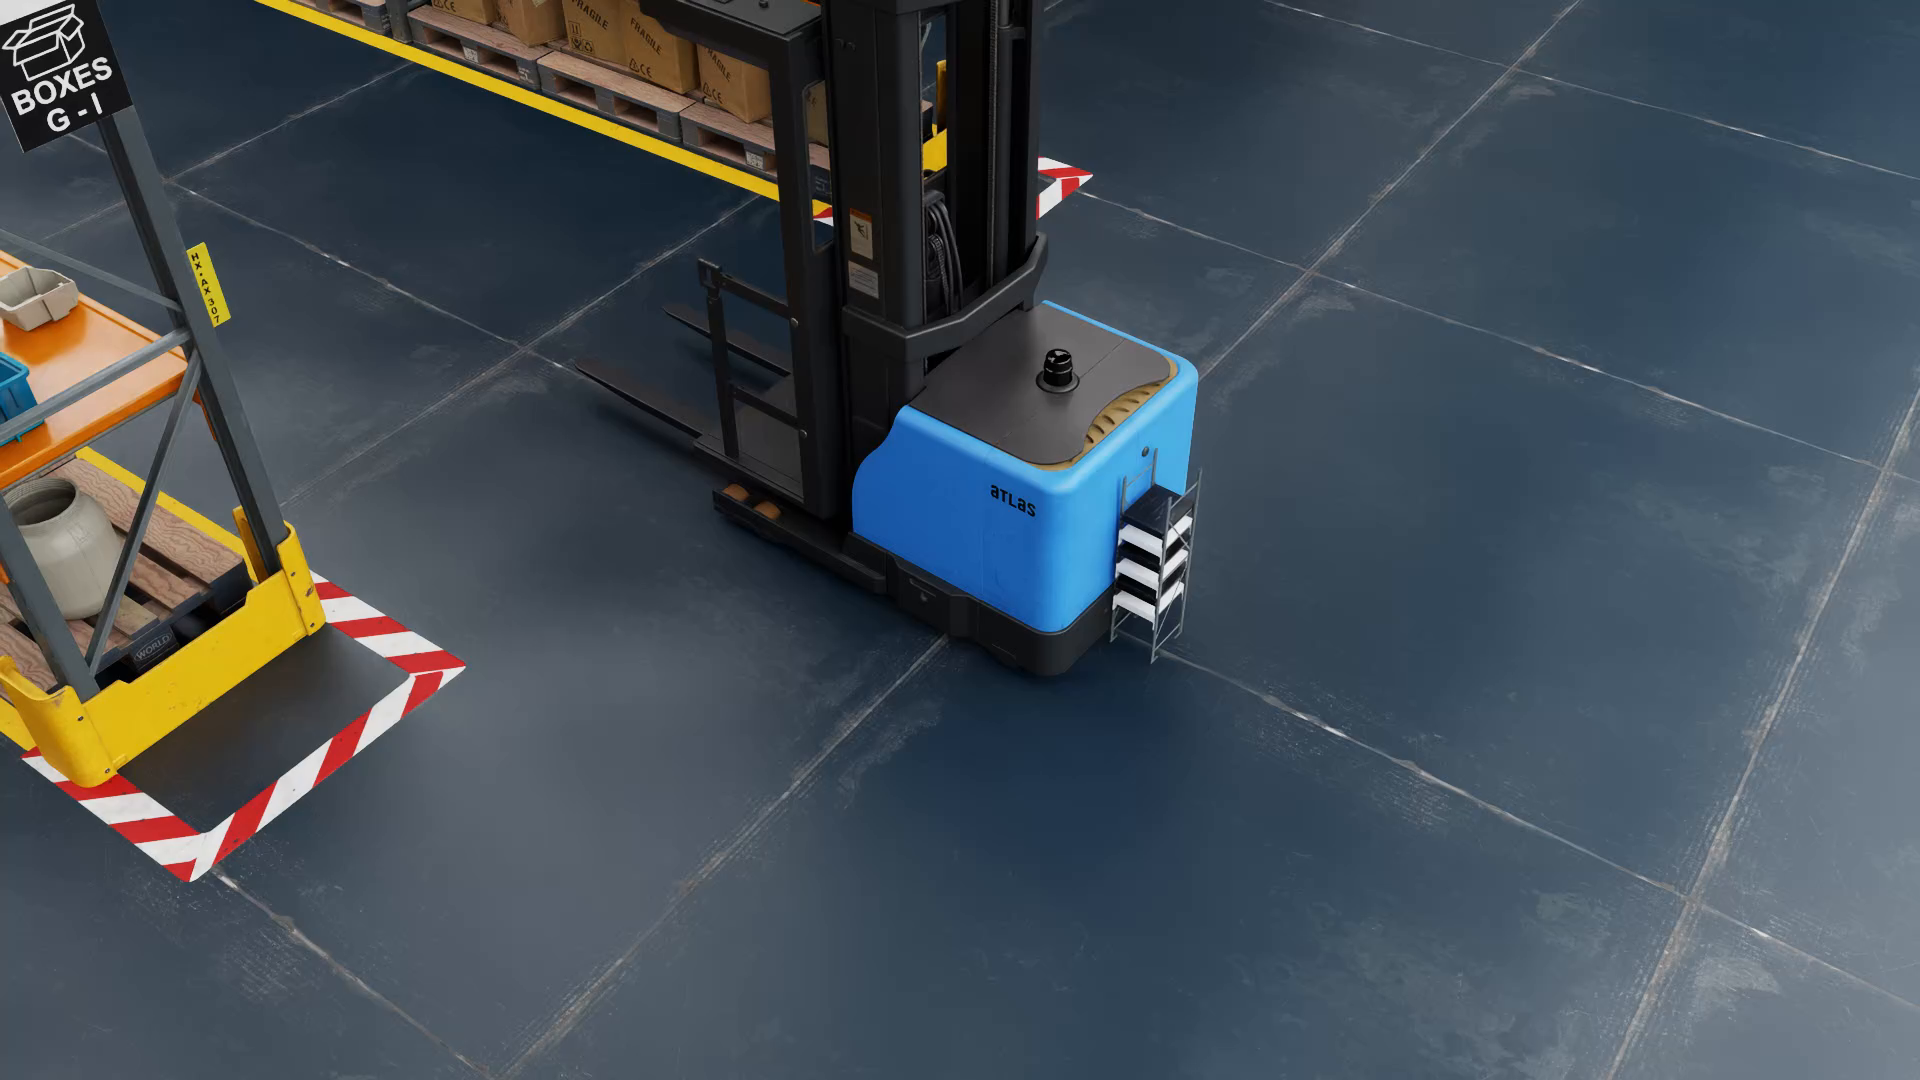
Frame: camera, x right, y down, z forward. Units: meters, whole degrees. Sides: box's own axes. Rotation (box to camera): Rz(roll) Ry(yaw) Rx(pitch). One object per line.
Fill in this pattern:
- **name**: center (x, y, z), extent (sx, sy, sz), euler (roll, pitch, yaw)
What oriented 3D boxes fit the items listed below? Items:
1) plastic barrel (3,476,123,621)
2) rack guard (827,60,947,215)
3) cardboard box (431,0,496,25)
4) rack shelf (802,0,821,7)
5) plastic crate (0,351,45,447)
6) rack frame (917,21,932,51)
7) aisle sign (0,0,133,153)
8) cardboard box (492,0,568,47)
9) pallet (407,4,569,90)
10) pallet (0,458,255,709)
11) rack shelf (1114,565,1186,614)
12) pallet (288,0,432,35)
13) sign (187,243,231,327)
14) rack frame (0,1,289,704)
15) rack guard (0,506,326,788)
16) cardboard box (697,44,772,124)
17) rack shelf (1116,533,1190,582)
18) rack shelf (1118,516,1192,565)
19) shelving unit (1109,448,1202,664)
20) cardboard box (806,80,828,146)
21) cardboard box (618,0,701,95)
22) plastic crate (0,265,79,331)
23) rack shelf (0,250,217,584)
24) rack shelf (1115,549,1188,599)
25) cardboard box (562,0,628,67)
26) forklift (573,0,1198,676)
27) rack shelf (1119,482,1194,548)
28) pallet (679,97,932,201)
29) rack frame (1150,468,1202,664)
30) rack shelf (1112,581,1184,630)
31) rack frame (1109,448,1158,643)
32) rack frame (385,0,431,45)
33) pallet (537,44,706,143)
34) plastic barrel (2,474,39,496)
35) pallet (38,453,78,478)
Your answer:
- **plastic barrel**: center (-3.657, 0.037, 6.758), extent (0.421, 0.512, 0.421), euler (0, 42, 0)
- **rack guard**: center (-0.292, -2.325, 9.722), extent (0.348, 0.500, 1.175), euler (25, 48, 25)
- **cardboard box**: center (-3.201, -3.809, 11.065), extent (0.500, 0.500, 0.500), euler (24, 47, 24)
- **rack shelf**: center (-1.868, -3.725, 9.951), extent (4.000, 0.370, 1.077), euler (25, 48, 25)
- **plastic crate**: center (-3.656, -0.496, 5.915), extent (0.616, 0.251, 0.499), euler (25, 48, 25)
- **rack frame**: center (-0.230, -3.227, 8.856), extent (0.127, 3.000, 1.000), euler (25, 48, 25)
- **aisle sign**: center (-2.847, -1.624, 5.115), extent (0.004, 0.787, 0.394), euler (25, 48, 25)
- **cardboard box**: center (-2.727, -3.594, 10.825), extent (0.500, 0.500, 0.500), euler (-26, 48, -26)
- **pallet**: center (-2.935, -3.482, 11.231), extent (1.213, 0.211, 1.003), euler (25, 48, 25)
- **pallet**: center (-3.825, 0.199, 7.118), extent (1.213, 0.211, 1.003), euler (25, 48, 25)
- **rack shelf**: center (0.786, 0.168, 6.821), extent (0.200, 0.077, 0.258), euler (27, 49, 27)
- **pallet**: center (-4.143, -4.017, 11.829), extent (1.213, 0.211, 1.003), euler (25, 48, 25)
- **sign**: center (-2.755, -0.925, 6.075), extent (0.005, 0.325, 0.100), euler (25, 48, 25)
- **rack frame**: center (-3.074, -0.523, 5.834), extent (0.127, 3.000, 1.000), euler (25, 48, 25)
- **rack guard**: center (-3.163, 0.405, 6.671), extent (0.348, 0.500, 1.175), euler (25, 48, 25)
- **cardboard box**: center (-1.241, -2.911, 10.061), extent (0.500, 0.500, 0.500), euler (-29, 49, -28)
- **rack shelf**: center (0.786, 0.034, 6.701), extent (0.200, 0.077, 0.258), euler (27, 49, 27)
- **rack shelf**: center (0.786, -0.034, 6.641), extent (0.200, 0.077, 0.258), euler (27, 49, 27)
- **shelving unit**: center (0.786, 0.076, 6.739), extent (0.210, 0.900, 0.258), euler (27, 49, 27)
- **cardboard box**: center (-0.732, -2.700, 9.826), extent (0.500, 0.500, 0.500), euler (-33, 51, -31)
- **cardboard box**: center (-1.743, -3.161, 10.341), extent (0.500, 0.500, 0.500), euler (30, 50, 29)
- **plastic crate**: center (-3.622, -0.943, 6.501), extent (0.250, 0.136, 0.298), euler (25, 48, 25)
- **rack shelf**: center (-4.712, -1.021, 6.929), extent (4.000, 0.370, 1.077), euler (25, 48, 25)
- **rack shelf**: center (0.786, 0.101, 6.761), extent (0.200, 0.077, 0.258), euler (27, 49, 27)
- **cardboard box**: center (-2.174, -3.399, 10.607), extent (0.500, 0.500, 0.500), euler (21, 46, 22)
- **forklift**: center (-0.497, -1.351, 6.810), extent (3.031, 2.935, 1.130), euler (27, 49, 27)
- **rack shelf**: center (0.786, -0.101, 6.581), extent (0.200, 0.077, 0.258), euler (27, 49, 27)
- **pallet**: center (-0.937, -2.548, 10.187), extent (1.213, 0.211, 1.003), euler (25, 48, 25)
- **rack frame**: center (0.866, 0.117, 6.692), extent (0.006, 0.900, 0.240), euler (27, 49, 27)
- **rack shelf**: center (0.786, 0.235, 6.881), extent (0.200, 0.077, 0.258), euler (27, 49, 27)
- **rack frame**: center (0.705, 0.034, 6.785), extent (0.006, 0.900, 0.240), euler (27, 49, 27)
- **rack frame**: center (-3.505, -4.759, 10.567), extent (0.127, 3.000, 1.000), euler (25, 48, 25)
- **pallet**: center (-1.932, -3.015, 10.710), extent (1.213, 0.211, 1.003), euler (25, 48, 25)
- **plastic barrel**: center (-4.067, -0.155, 6.973), extent (0.421, 0.512, 0.421), euler (0, 42, 0)
- **pallet**: center (-4.820, -0.269, 7.641), extent (1.213, 0.211, 1.003), euler (25, 48, 25)
